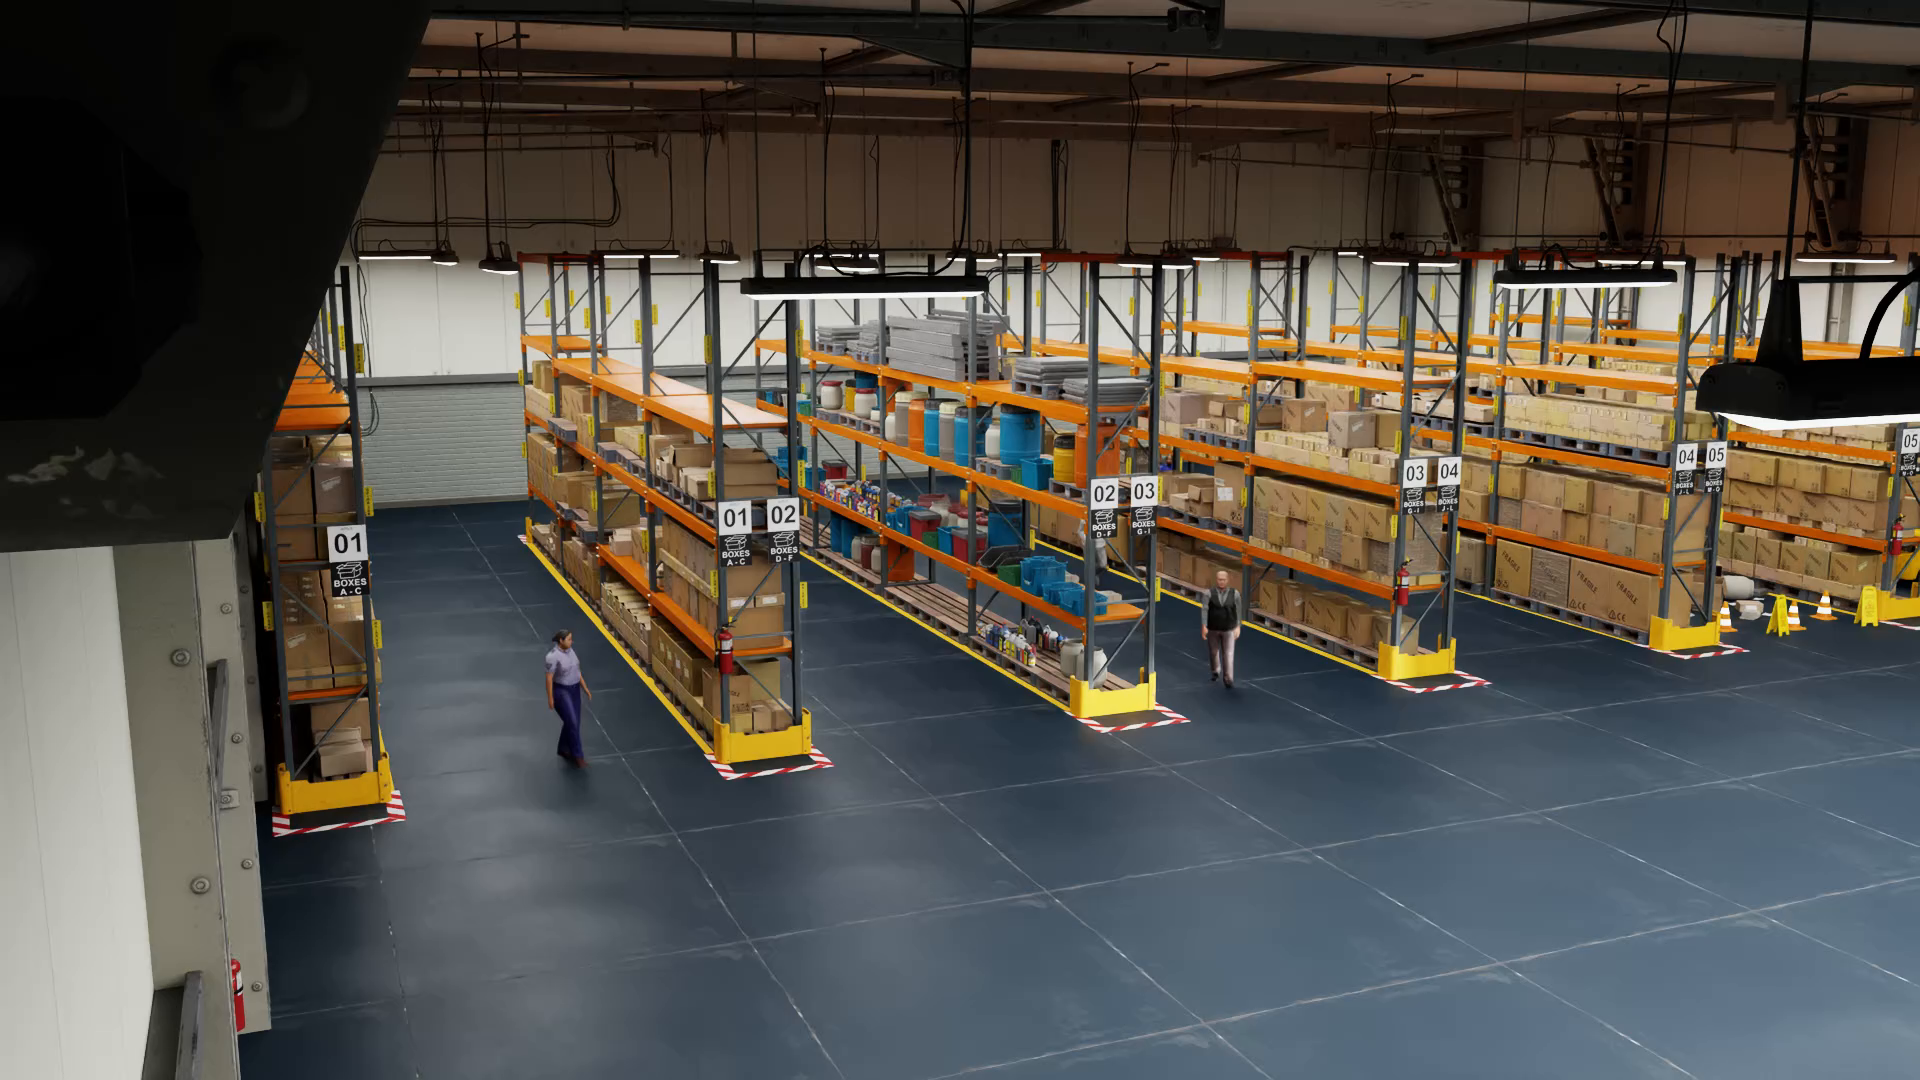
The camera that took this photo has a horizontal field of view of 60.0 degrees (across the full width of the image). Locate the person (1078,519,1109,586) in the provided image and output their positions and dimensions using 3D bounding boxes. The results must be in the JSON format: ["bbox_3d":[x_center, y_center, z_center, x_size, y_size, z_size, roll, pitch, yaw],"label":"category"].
[{"bbox_3d":[2.443,0.070,29.993,0.706,1.678,0.727,-2,11,-13],"label":"person"}]

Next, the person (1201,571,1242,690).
[{"bbox_3d":[3.662,1.263,23.395,0.562,1.661,1.079,2,11,13],"label":"person"}]

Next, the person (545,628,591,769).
[{"bbox_3d":[-4.687,1.909,20.159,0.627,1.685,0.503,4,11,21],"label":"person"}]

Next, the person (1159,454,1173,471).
[{"bbox_3d":[4.657,-1.178,37.149,0.623,1.565,0.725,-2,11,-13],"label":"person"}]
